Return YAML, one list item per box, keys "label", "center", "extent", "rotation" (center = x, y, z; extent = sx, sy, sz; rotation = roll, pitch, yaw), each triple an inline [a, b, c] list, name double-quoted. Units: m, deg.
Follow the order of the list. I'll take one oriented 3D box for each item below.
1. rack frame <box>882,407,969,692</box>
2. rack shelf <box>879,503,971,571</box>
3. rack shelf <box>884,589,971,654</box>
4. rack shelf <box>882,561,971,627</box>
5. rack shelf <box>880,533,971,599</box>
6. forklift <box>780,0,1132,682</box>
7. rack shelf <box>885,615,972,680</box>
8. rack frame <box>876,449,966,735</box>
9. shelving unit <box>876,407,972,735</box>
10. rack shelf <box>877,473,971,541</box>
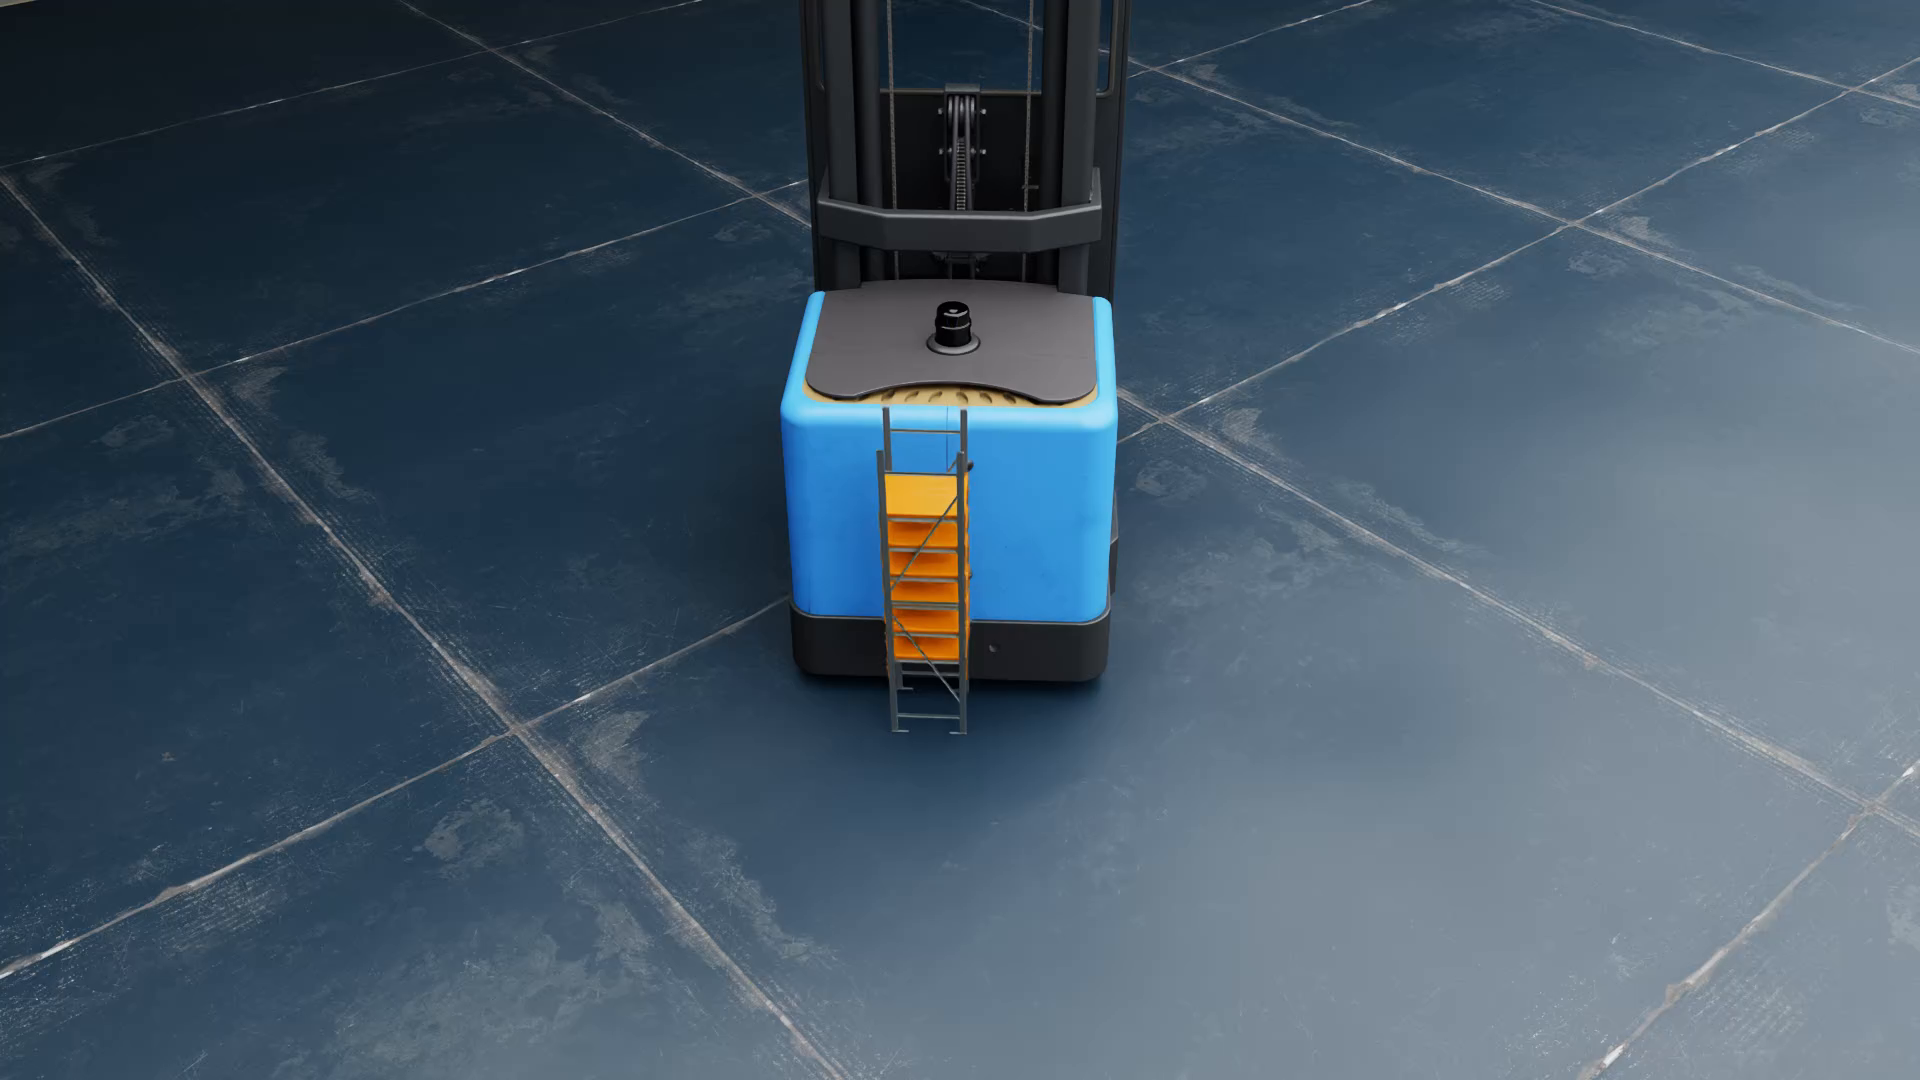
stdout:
- label: "rack frame"
  center: [-0.094, 0.064, 5.084]
  extent: [0.240, 1.200, 0.006]
  rotation: [2, 44, 3]
- label: "rack shelf"
  center: [-0.101, -0.014, 4.883]
  extent: [0.258, 0.103, 0.180]
  rotation: [2, 44, 3]
- label: "rack shelf"
  center: [-0.098, 0.246, 5.132]
  extent: [0.258, 0.103, 0.180]
  rotation: [2, 44, 3]
- label: "rack shelf"
  center: [-0.099, 0.159, 5.049]
  extent: [0.258, 0.103, 0.180]
  rotation: [2, 44, 3]
- label: "rack shelf"
  center: [-0.100, 0.073, 4.966]
  extent: [0.258, 0.103, 0.180]
  rotation: [2, 44, 3]
- label: "forklift"
  center: [0.028, -1.555, 5.910]
  extent: [1.130, 2.935, 3.031]
  rotation: [1, 35, 2]
- label: "rack shelf"
  center: [-0.097, 0.332, 5.215]
  extent: [0.258, 0.103, 0.180]
  rotation: [2, 44, 3]
- label: "rack frame"
  center: [-0.104, 0.191, 4.952]
  extent: [0.240, 1.200, 0.006]
  rotation: [2, 44, 3]
- label: "shelving unit"
  center: [-0.099, 0.127, 5.018]
  extent: [0.258, 1.200, 0.189]
  rotation: [2, 44, 3]
- label: "rack shelf"
  center: [-0.102, -0.100, 4.800]
  extent: [0.258, 0.103, 0.180]
  rotation: [2, 44, 3]
